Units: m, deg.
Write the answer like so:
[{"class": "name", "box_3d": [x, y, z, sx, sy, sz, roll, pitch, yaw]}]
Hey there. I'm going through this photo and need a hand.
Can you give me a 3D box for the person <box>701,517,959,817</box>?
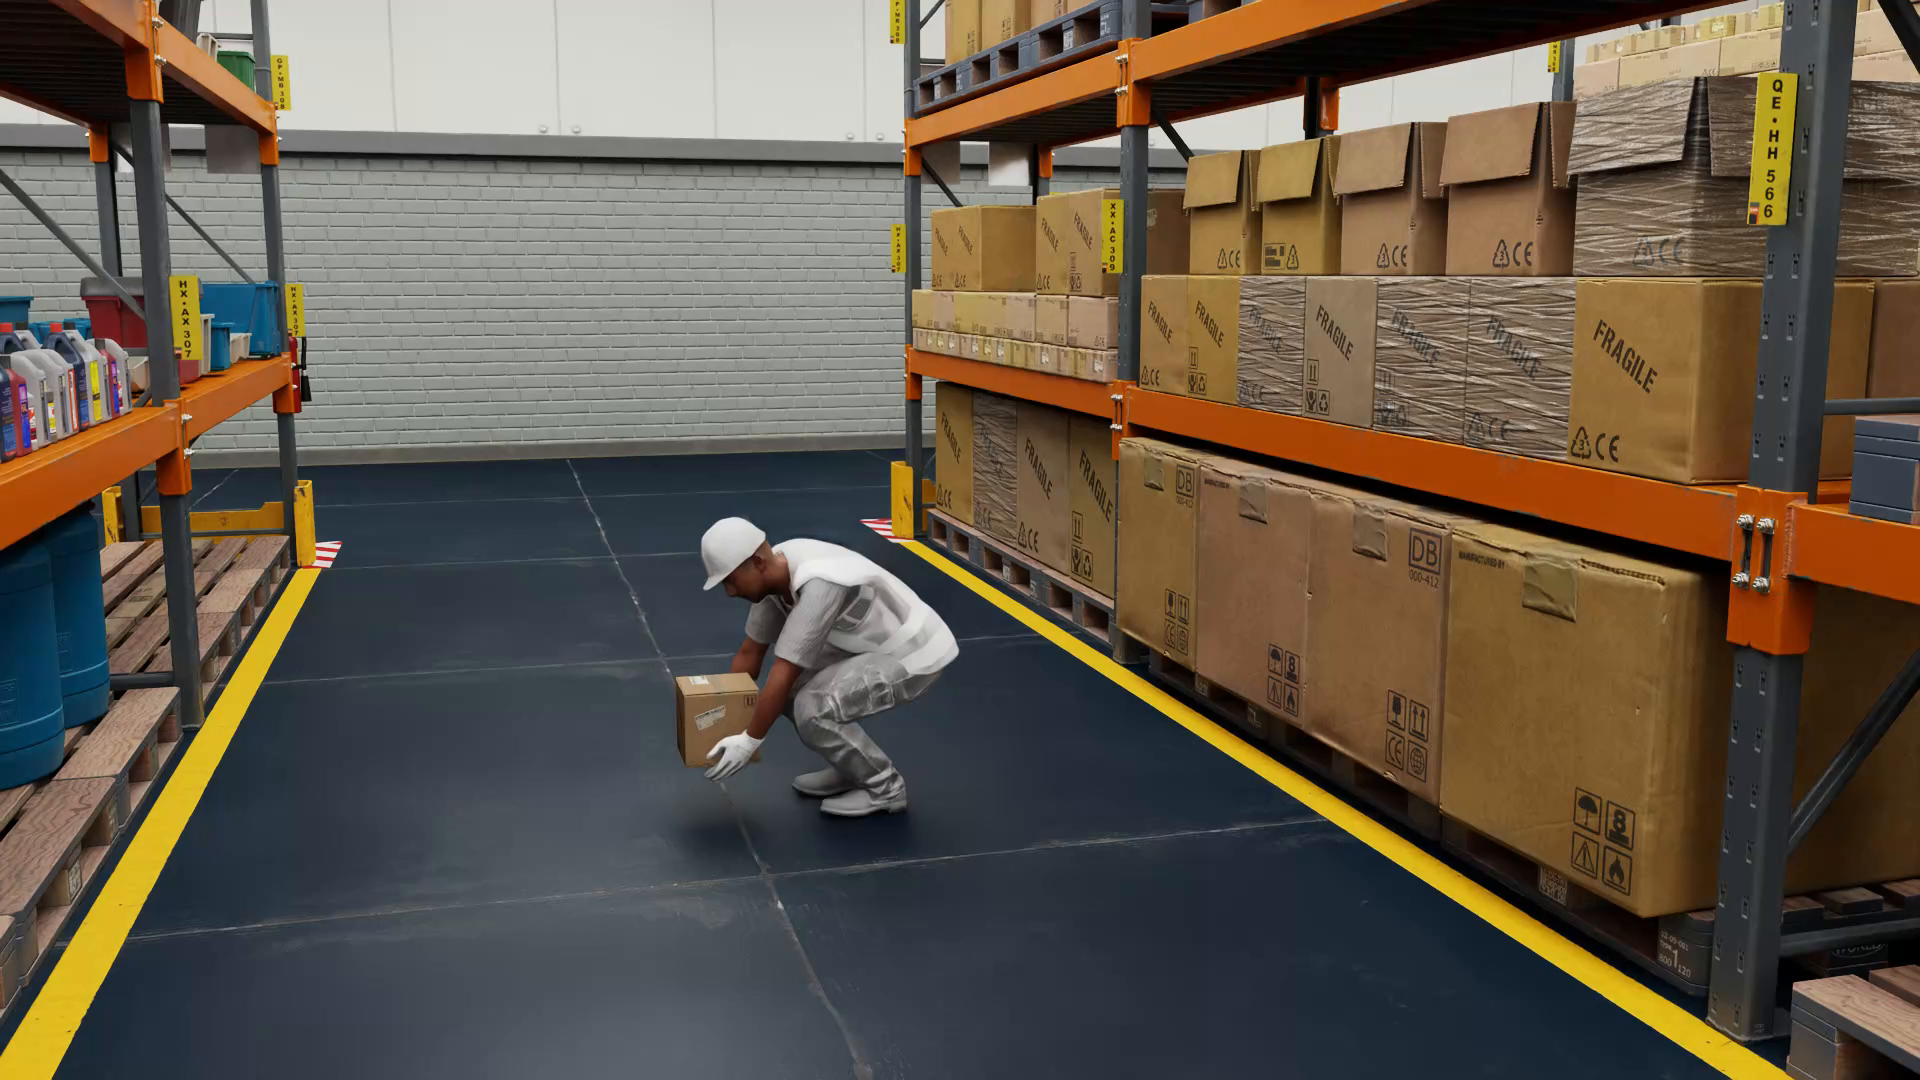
[{"class": "person", "box_3d": [-0.457, 0.416, 5.636, 0.909, 1.023, 0.570, -3, 10, -16]}]
